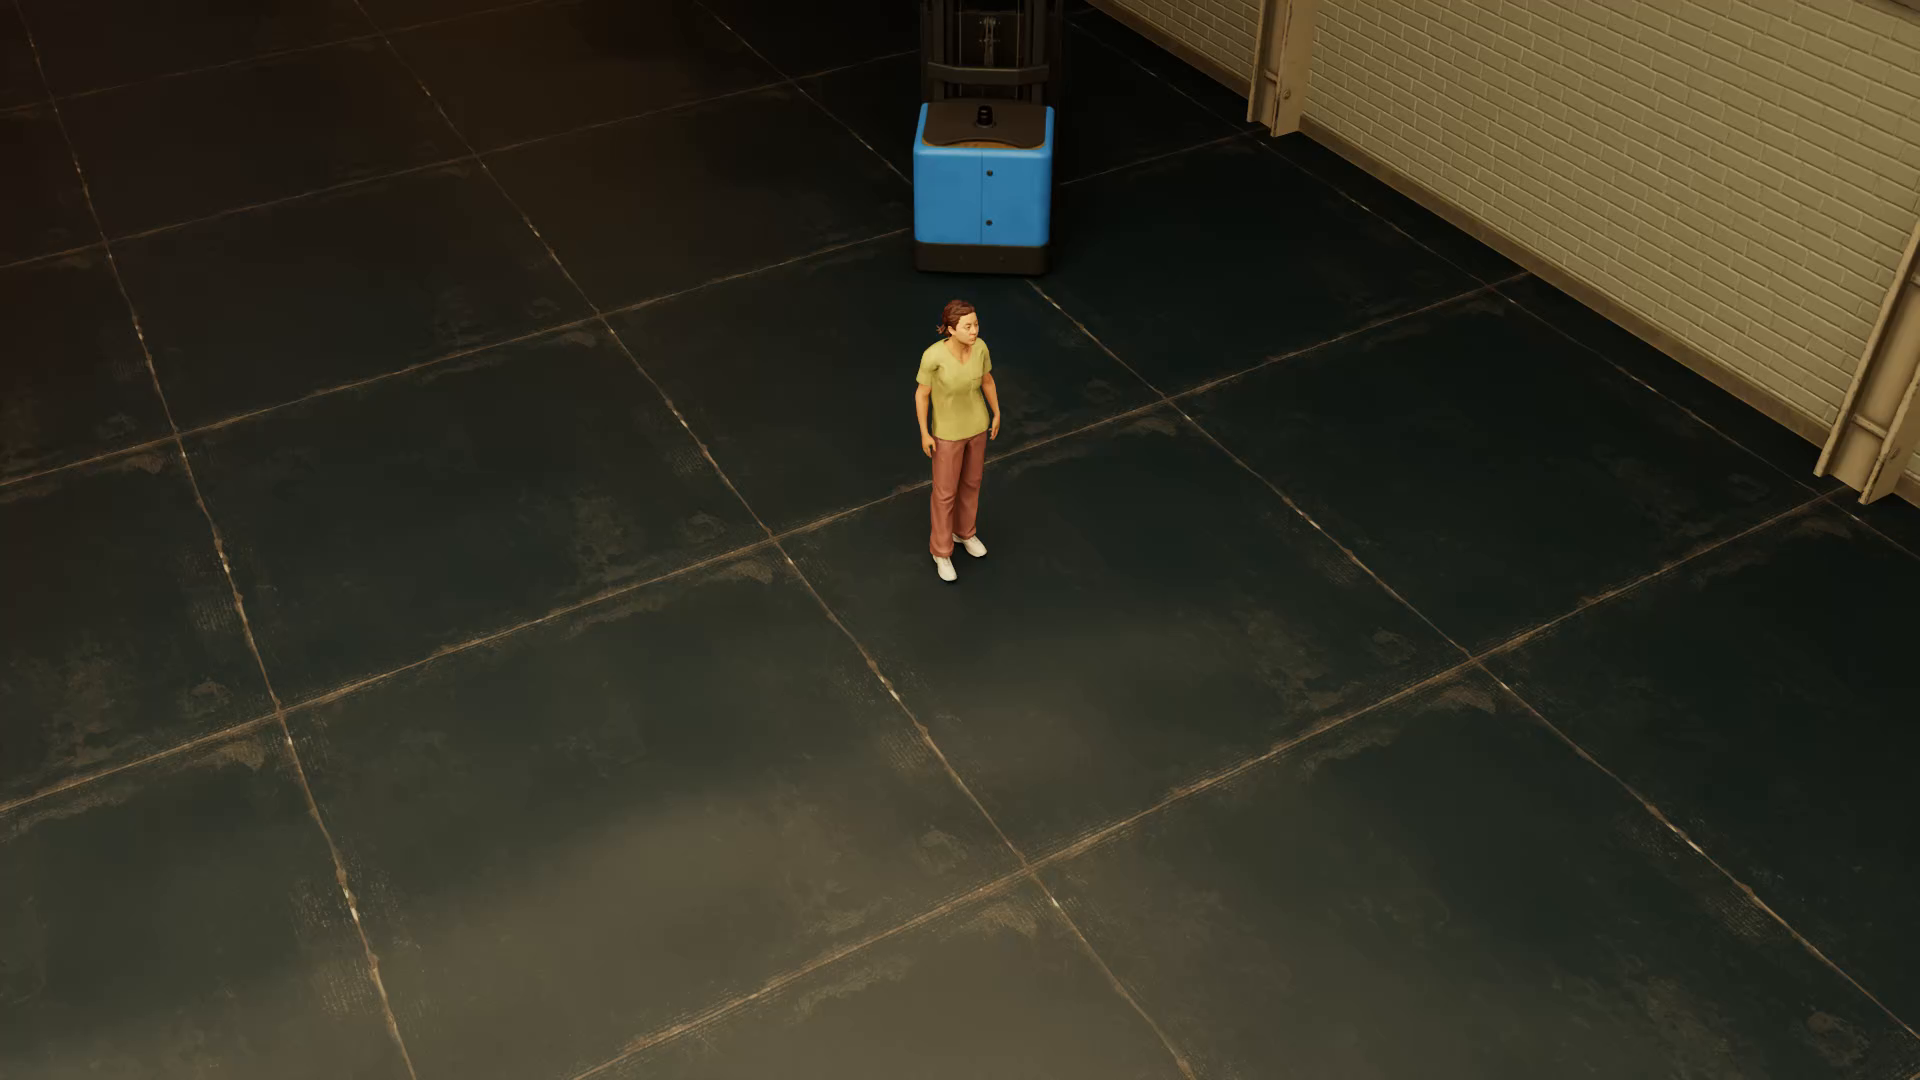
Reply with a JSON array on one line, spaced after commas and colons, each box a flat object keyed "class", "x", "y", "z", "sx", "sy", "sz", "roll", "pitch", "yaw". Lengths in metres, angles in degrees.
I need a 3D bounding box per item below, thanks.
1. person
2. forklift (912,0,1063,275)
[{"class": "person", "x": 0.027, "y": -0.606, "z": 9.739, "sx": 0.553, "sy": 1.675, "sz": 0.549, "roll": -20, "pitch": 44, "yaw": -23}, {"class": "forklift", "x": 0.256, "y": -4.072, "z": 12.946, "sx": 1.130, "sy": 2.935, "sz": 3.031, "roll": 2, "pitch": 40, "yaw": 3}]
